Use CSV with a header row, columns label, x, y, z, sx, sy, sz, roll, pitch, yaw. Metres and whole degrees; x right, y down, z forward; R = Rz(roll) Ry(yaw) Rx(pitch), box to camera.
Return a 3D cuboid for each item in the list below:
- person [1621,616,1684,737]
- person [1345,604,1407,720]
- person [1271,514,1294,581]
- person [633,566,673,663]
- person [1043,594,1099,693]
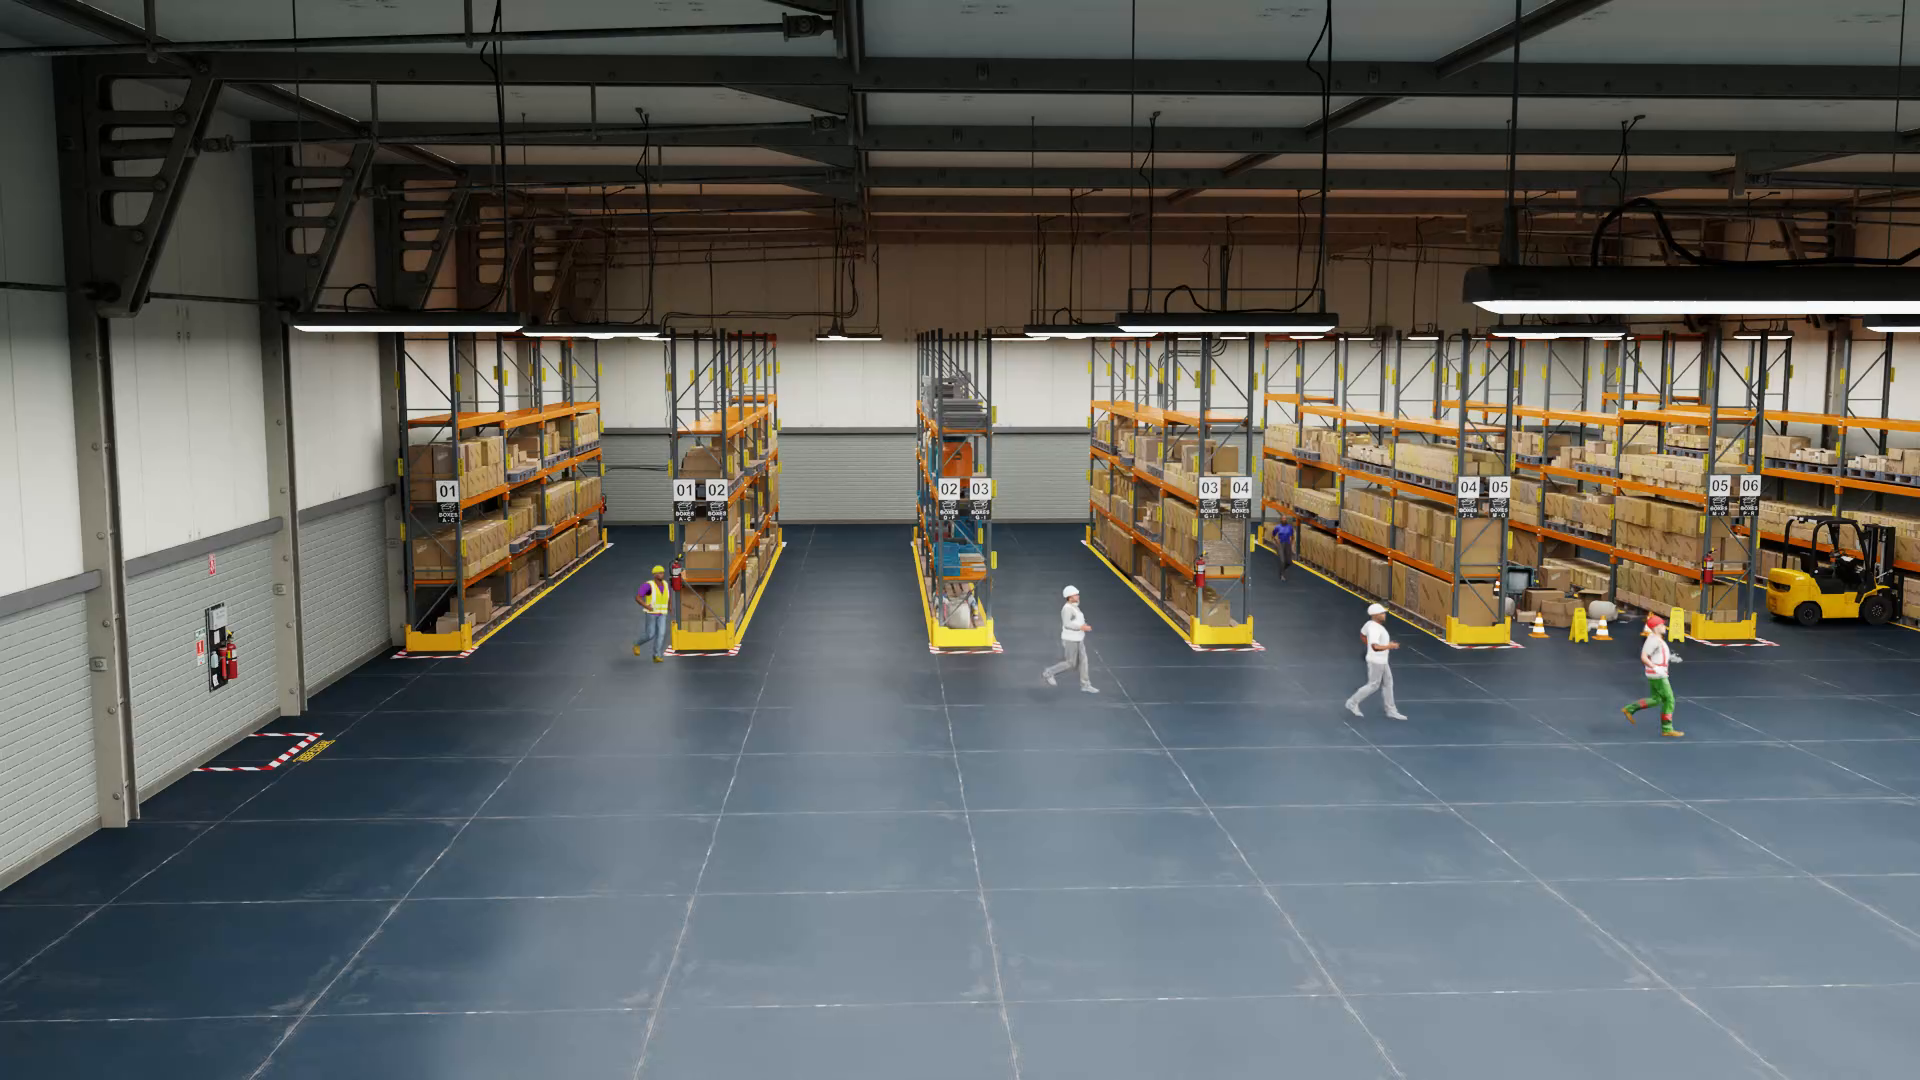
label,x,y,z,sx,sy,sz,roll,pitch,yaw
person,10.166,1.987,24.344,0.876,1.761,0.669,3,7,24
person,6.337,1.845,25.230,0.917,1.765,0.701,2,7,18
person,7.839,0.176,40.327,0.573,1.603,0.584,0,7,-4
person,-5.467,1.331,30.071,0.764,1.722,0.892,-6,9,-40
person,1.831,1.656,27.285,0.936,1.717,0.661,2,7,16
